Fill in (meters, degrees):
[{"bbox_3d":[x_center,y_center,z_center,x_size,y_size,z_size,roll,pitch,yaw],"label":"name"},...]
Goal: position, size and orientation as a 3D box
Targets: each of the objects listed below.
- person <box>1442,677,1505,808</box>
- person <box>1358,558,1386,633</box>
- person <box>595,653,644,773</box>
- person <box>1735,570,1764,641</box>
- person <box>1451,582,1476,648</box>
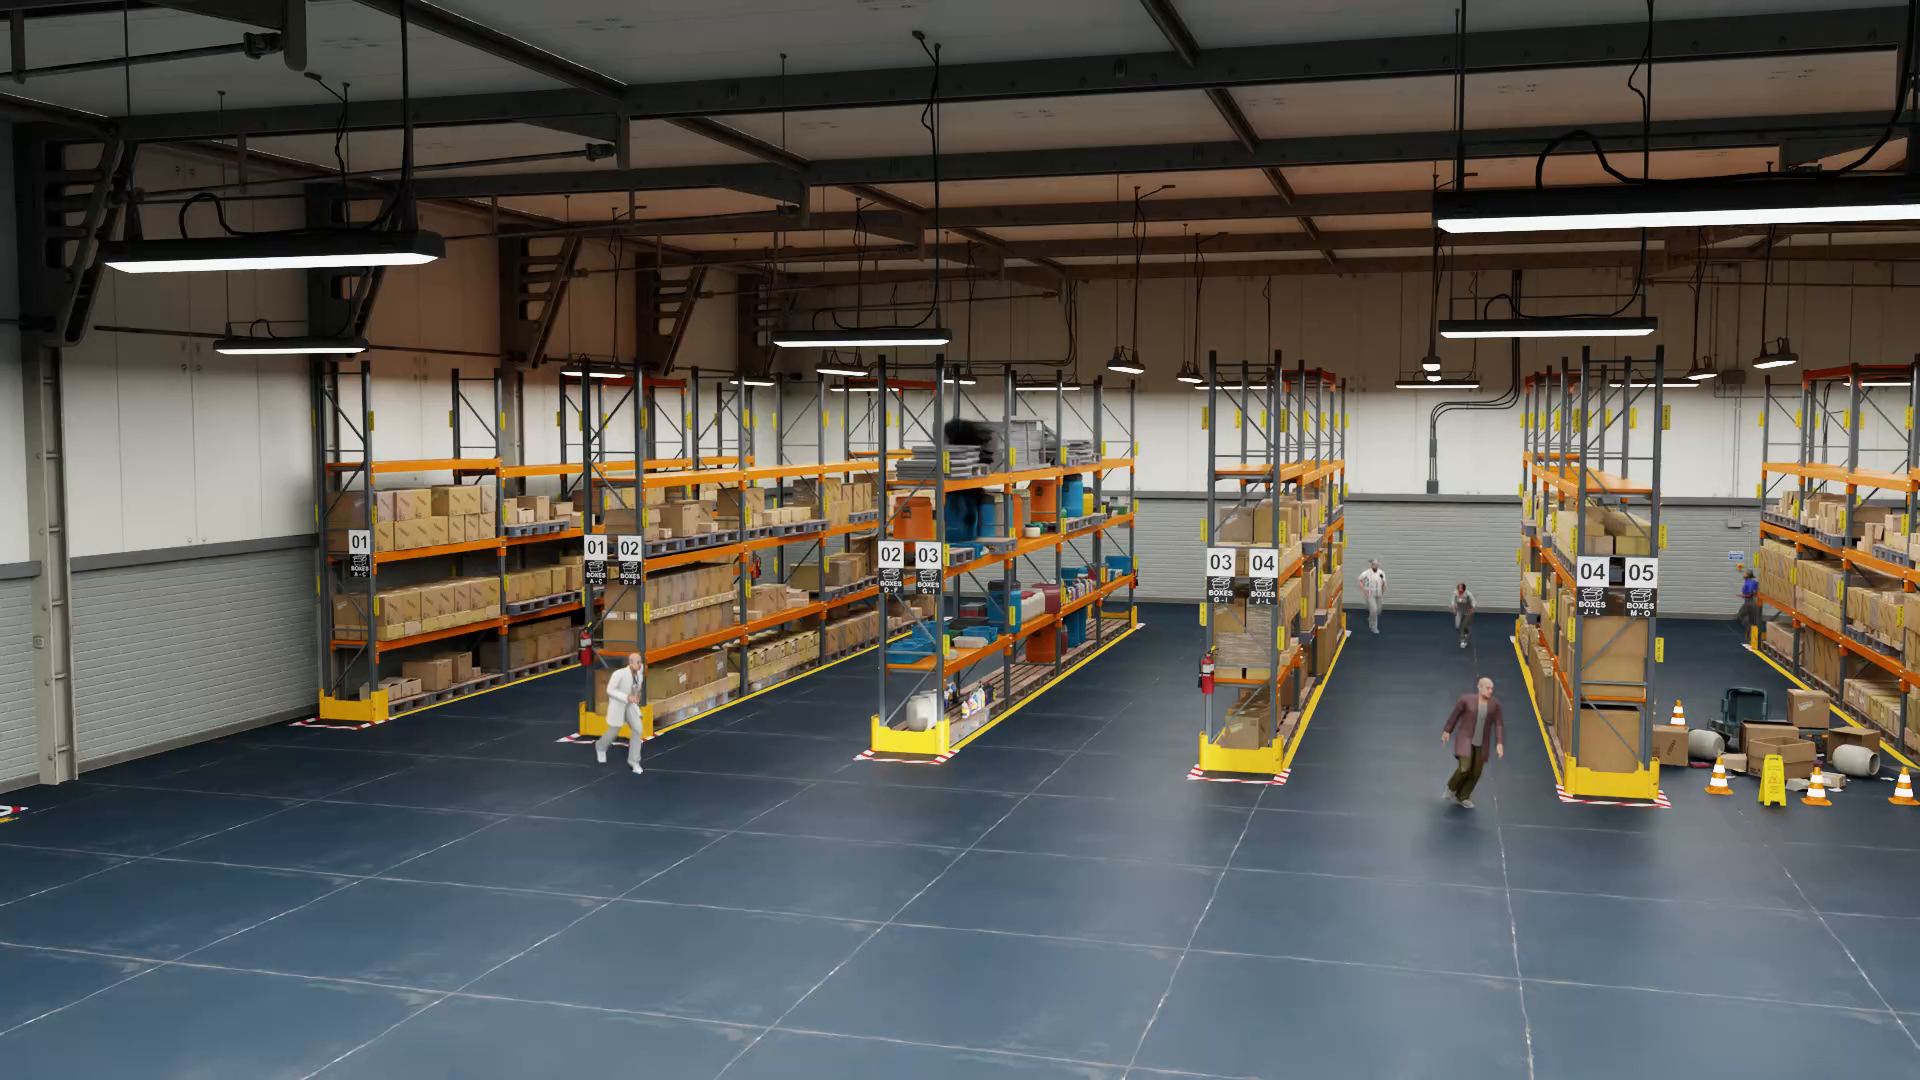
[{"bbox_3d":[6.611,2.606,21.448,0.708,1.730,0.615,0,4,-7],"label":"person"},{"bbox_3d":[9.818,1.301,39.559,0.674,1.769,0.787,-1,4,-10],"label":"person"},{"bbox_3d":[-4.919,2.520,23.985,1.061,1.637,0.745,3,5,39],"label":"person"},{"bbox_3d":[17.910,1.507,37.652,0.665,1.681,0.567,2,4,22],"label":"person"},{"bbox_3d":[11.208,1.649,36.932,0.539,1.477,0.859,2,5,30],"label":"person"}]
